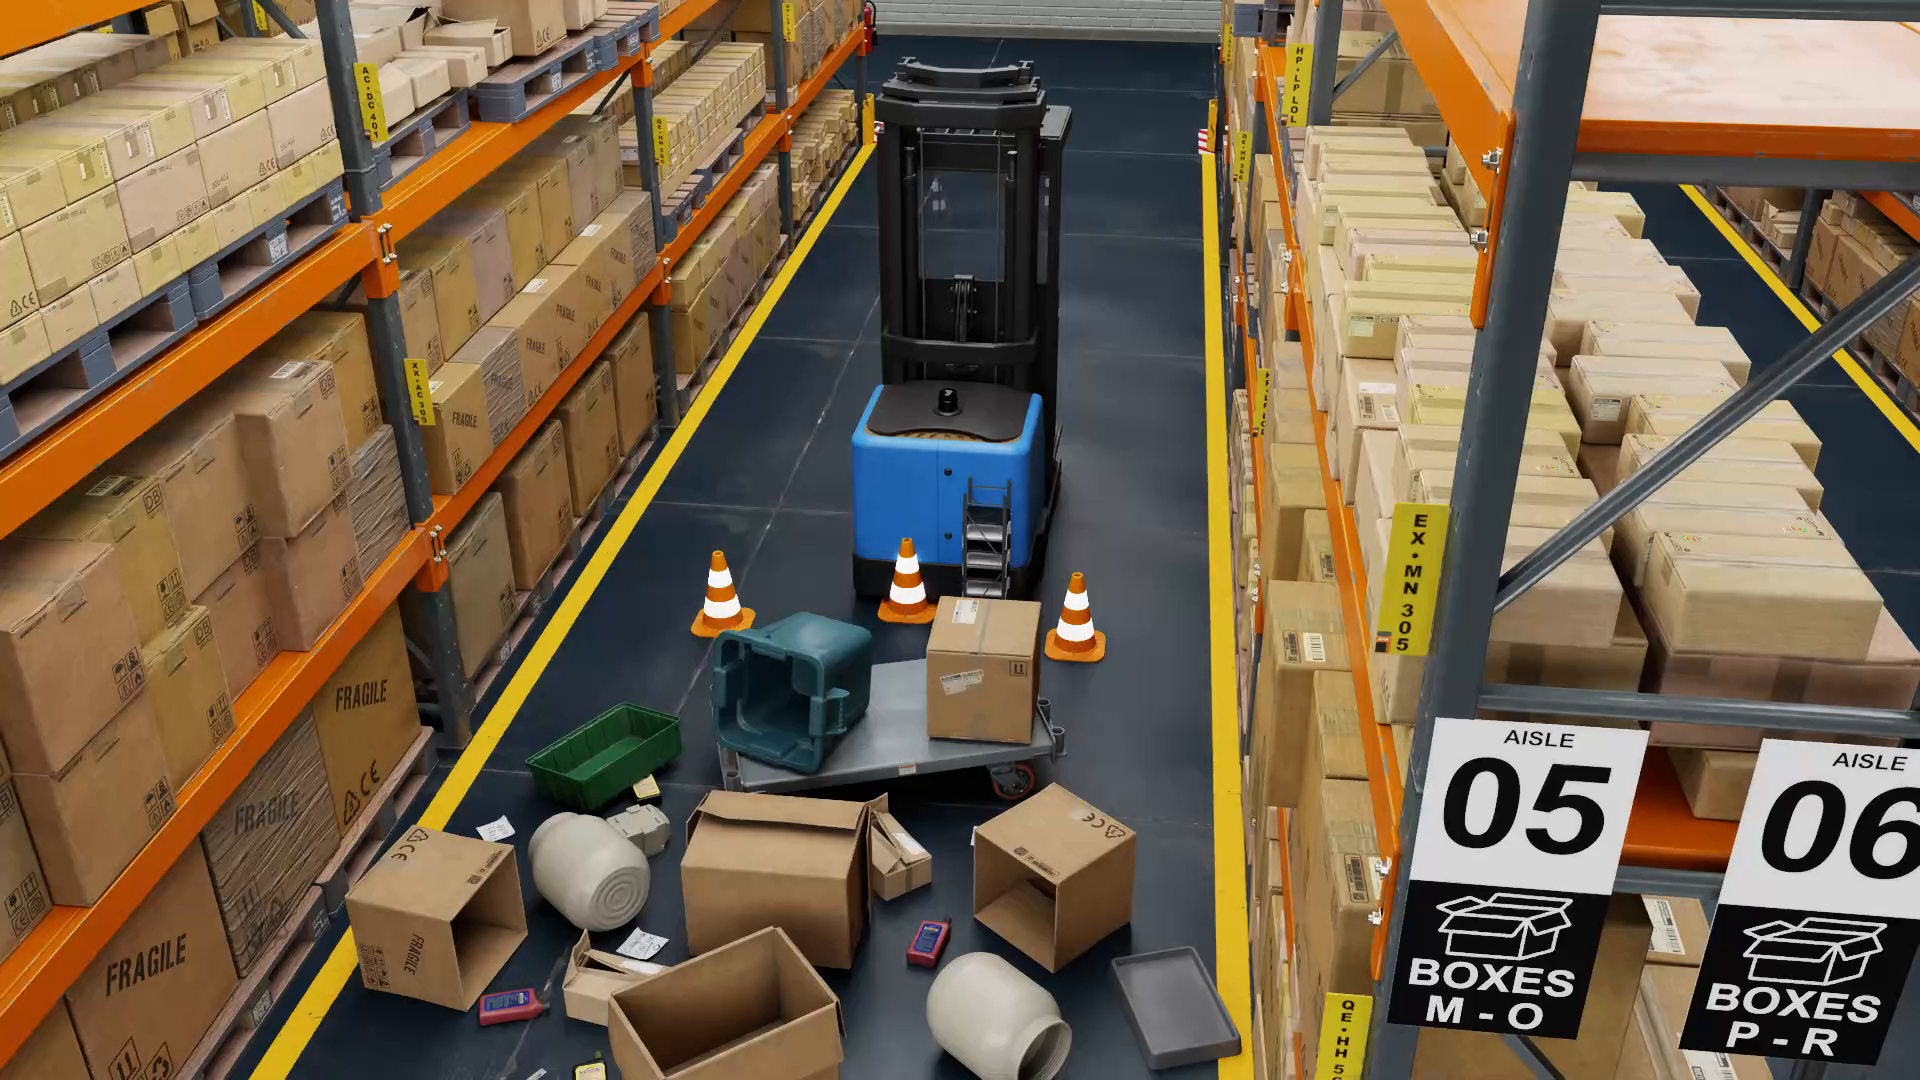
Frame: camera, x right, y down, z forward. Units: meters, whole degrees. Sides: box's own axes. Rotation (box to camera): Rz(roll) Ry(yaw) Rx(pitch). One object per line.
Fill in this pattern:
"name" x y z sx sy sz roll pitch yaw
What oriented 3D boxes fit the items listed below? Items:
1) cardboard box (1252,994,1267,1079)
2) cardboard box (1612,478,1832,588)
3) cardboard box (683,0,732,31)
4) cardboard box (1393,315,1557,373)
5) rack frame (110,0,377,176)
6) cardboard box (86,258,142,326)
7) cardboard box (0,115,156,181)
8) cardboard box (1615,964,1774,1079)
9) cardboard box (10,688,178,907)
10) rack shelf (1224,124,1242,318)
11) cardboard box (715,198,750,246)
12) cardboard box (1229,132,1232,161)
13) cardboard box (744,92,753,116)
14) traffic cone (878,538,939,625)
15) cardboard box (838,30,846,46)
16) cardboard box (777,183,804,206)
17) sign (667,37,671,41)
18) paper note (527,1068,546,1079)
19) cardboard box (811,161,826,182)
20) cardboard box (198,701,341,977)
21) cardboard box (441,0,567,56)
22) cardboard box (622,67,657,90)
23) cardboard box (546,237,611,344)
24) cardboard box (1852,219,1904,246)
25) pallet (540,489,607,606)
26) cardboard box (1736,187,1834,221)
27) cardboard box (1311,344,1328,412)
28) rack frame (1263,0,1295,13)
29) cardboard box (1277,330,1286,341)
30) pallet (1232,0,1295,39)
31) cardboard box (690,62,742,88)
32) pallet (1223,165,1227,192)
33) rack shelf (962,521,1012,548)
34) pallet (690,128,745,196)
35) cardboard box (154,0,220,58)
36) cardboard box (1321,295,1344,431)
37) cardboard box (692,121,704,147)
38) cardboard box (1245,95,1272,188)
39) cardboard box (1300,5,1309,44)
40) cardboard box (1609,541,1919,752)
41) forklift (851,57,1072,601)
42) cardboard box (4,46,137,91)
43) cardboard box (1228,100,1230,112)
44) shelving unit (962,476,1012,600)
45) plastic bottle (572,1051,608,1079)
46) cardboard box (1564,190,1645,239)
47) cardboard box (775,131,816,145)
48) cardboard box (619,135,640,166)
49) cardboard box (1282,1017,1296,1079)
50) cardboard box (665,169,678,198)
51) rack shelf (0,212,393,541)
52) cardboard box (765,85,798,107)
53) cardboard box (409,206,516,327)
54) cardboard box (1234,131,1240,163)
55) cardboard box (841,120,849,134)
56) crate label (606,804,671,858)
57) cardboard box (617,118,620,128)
"cardboard box" 1.363 1.968 6.182 0.500 0.250 0.500 2 28 4
"cardboard box" 1.662 -0.007 3.654 0.380 0.149 0.250 3 28 6
"cardboard box" -2.265 -4.912 15.024 0.500 0.500 0.500 2 28 4
"cardboard box" 1.409 -0.502 4.572 0.380 0.149 0.250 3 28 5
"rack frame" -3.034 -2.935 6.503 1.000 3.000 0.127 3 28 6
"cardboard box" -2.948 -0.824 5.464 0.380 0.149 0.250 3 28 6
"cardboard box" -2.918 -1.299 5.505 0.380 0.149 0.250 3 28 6
"cardboard box" 1.734 1.447 4.274 0.500 0.500 0.500 3 28 5
"cardboard box" -3.285 0.829 5.683 0.875 0.550 0.550 3 28 6
"rack shelf" 2.626 -2.562 12.893 1.077 0.370 4.000 3 28 6
"cardboard box" -2.021 -2.618 13.642 0.500 0.250 0.500 2 28 4
"cardboard box" 2.415 -3.078 13.251 0.500 0.250 0.500 3 28 6
"cardboard box" -1.970 -3.696 14.062 0.380 0.149 0.250 3 28 6
"traffic cone" -0.304 0.203 9.677 0.336 0.463 0.334 3 28 6
"cardboard box" -1.415 -5.307 17.495 0.380 0.149 0.250 4 29 8
"cardboard box" -1.692 -3.273 15.704 0.380 0.149 0.250 5 29 9
"sign" -2.594 -4.469 14.762 0.100 0.325 0.005 3 28 6
"paper note" -1.691 2.132 6.573 0.032 0.001 0.123 20 34 32
"cardboard box" -1.572 -3.755 16.913 0.380 0.149 0.250 3 28 5
"cardboard box" -3.288 1.173 7.000 0.875 0.875 0.875 4 29 7
"cardboard box" -2.479 -2.936 9.013 0.500 0.500 0.500 3 28 6
"cardboard box" -2.685 -3.747 13.530 0.380 0.149 0.250 3 28 6
"cardboard box" -2.457 -1.523 10.102 0.500 0.500 0.500 3 28 5
"cardboard box" 7.512 -2.493 13.516 0.380 0.149 0.250 2 28 4
"pallet" -2.868 -0.010 10.338 1.003 0.211 1.213 3 28 6
"cardboard box" 7.848 -3.329 15.752 0.700 0.500 0.500 2 28 4
"cardboard box" 1.364 -0.530 5.465 0.380 0.149 0.250 3 28 5
"rack frame" 2.381 -4.578 9.552 1.000 3.000 0.127 3 28 6
"cardboard box" 1.720 -0.645 7.714 0.500 0.500 0.500 3 28 5
"pallet" 2.407 -3.480 10.876 1.213 0.211 1.003 5 29 9
"cardboard box" -2.007 -3.824 13.673 0.380 0.149 0.250 3 28 6
"pallet" 3.189 -3.521 16.856 1.003 0.211 1.213 3 28 6
"rack shelf" 0.150 -0.032 9.344 0.258 0.077 0.200 4 29 7
"pallet" -2.342 -3.027 13.200 1.003 0.211 1.213 3 28 6
"cardboard box" -7.034 -4.580 14.718 0.797 0.503 0.637 3 28 5
"cardboard box" 1.377 -0.532 5.049 0.500 0.250 0.500 4 29 7
"cardboard box" -2.163 -3.088 12.619 0.380 0.149 0.250 3 28 6
"cardboard box" 2.185 -2.680 11.194 0.500 0.500 0.500 3 28 5
"cardboard box" 2.222 -2.583 8.903 0.797 0.503 0.637 3 28 6
"cardboard box" 1.727 0.222 3.649 0.500 0.250 0.500 3 28 5
"forklift" 0.090 -1.586 10.396 1.130 2.935 3.031 4 29 7
"cardboard box" -3.446 -1.812 6.456 0.380 0.149 0.250 3 28 6
"cardboard box" 2.674 -4.097 14.879 0.500 0.500 0.500 4 29 7
"shelving unit" 0.150 0.097 9.414 0.258 0.900 0.210 4 29 7
"plastic bottle" -1.452 2.127 6.529 0.133 0.061 0.283 -6 29 -11
"cardboard box" 2.091 -1.079 5.644 0.380 0.149 0.250 4 29 8
"cardboard box" -1.659 -4.022 16.781 0.380 0.149 0.250 2 28 4
"cardboard box" -2.295 -2.721 11.626 0.380 0.149 0.250 3 28 6
"cardboard box" 1.218 1.670 5.262 0.380 0.149 0.250 4 29 8
"cardboard box" -2.256 -2.576 11.984 0.380 0.149 0.250 5 29 9
"rack shelf" -3.279 -0.357 5.637 1.077 0.370 4.000 3 28 6
"cardboard box" -1.695 -4.064 15.187 0.380 0.149 0.250 4 29 8
"cardboard box" -2.856 -1.492 8.990 0.700 0.500 0.500 4 29 7
"cardboard box" 2.290 -2.817 12.240 0.500 0.250 0.500 3 28 5
"cardboard box" -1.407 -4.494 17.970 0.380 0.149 0.250 2 28 4
"crate label" -1.526 1.374 7.847 0.298 0.136 0.250 -17 33 -29
"cardboard box" -2.811 -3.126 12.690 0.380 0.149 0.250 3 28 6
